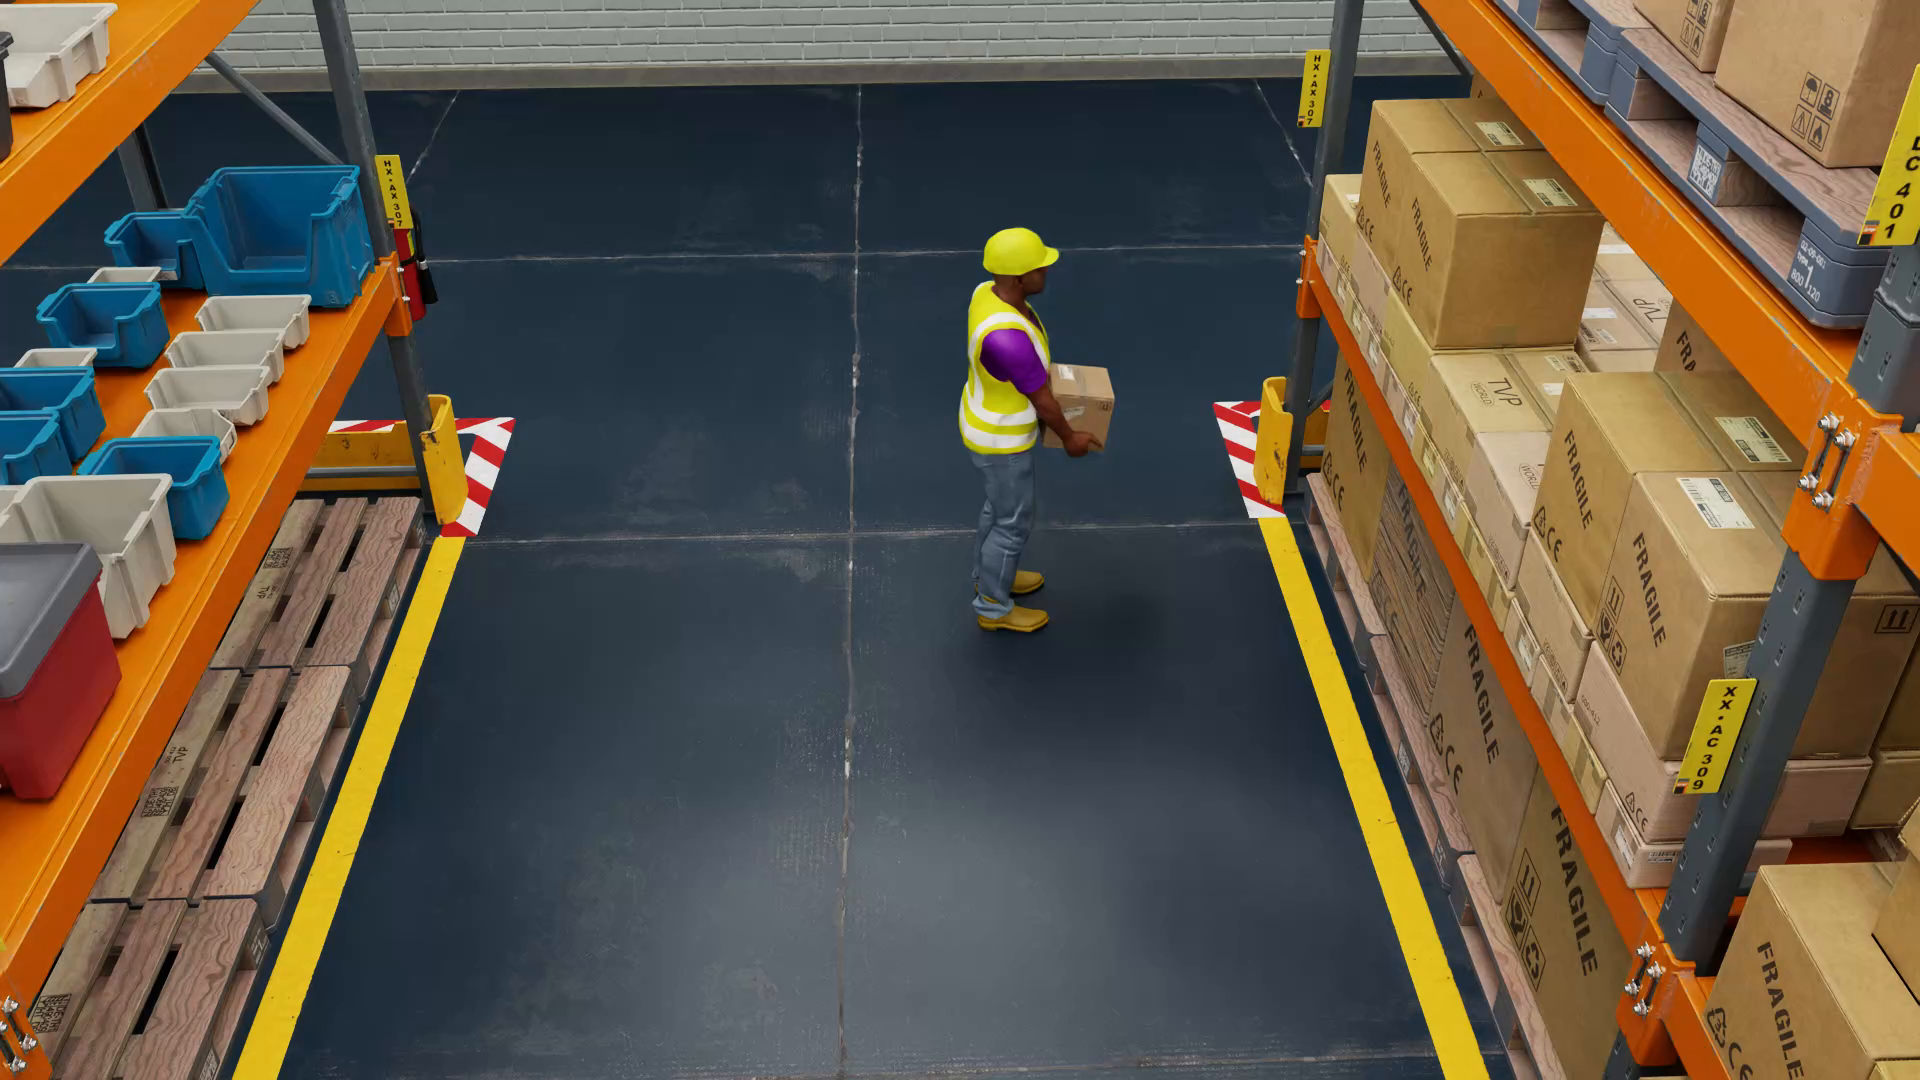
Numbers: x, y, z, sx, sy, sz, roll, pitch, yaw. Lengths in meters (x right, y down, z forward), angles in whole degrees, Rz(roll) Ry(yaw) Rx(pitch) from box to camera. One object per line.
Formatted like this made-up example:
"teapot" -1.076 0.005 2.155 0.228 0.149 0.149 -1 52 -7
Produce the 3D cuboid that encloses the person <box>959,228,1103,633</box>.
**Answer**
"person" 0.280 -0.448 6.766 0.567 1.762 0.505 -2 35 -3
